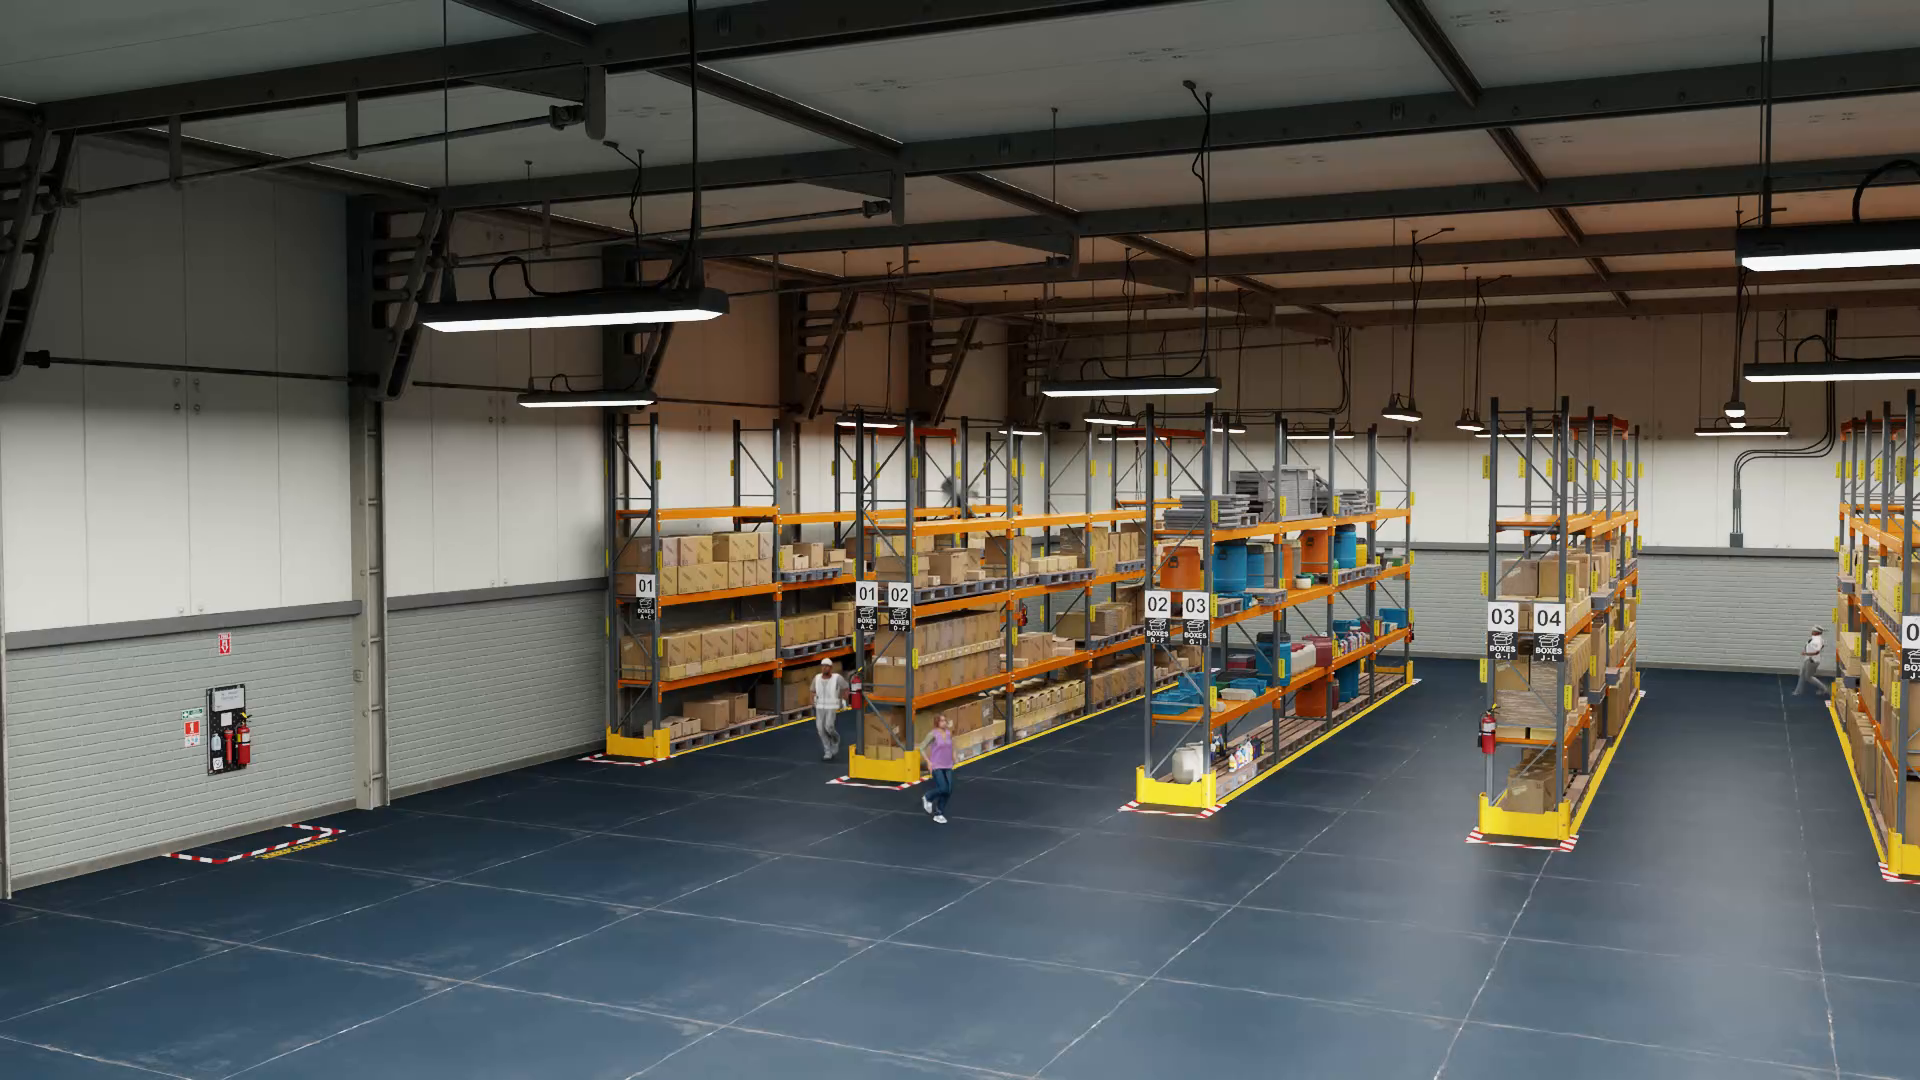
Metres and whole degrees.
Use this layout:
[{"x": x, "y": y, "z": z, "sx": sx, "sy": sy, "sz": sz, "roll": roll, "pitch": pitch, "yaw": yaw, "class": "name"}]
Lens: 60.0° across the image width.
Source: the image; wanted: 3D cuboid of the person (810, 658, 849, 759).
[{"x": -2.308, "y": 2.917, "z": 28.685, "sx": 0.664, "sy": 1.739, "sz": 0.592, "roll": 1, "pitch": 2, "yaw": 16, "class": "person"}]

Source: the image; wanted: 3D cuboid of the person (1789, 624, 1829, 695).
[{"x": 18.646, "y": 2.648, "z": 36.521, "sx": 0.758, "sy": 1.648, "sz": 0.706, "roll": 1, "pitch": 3, "yaw": 27, "class": "person"}]

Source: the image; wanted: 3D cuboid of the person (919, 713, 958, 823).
[{"x": -0.271, "y": 3.235, "z": 23.581, "sx": 0.547, "sy": 1.551, "sz": 0.547, "roll": -2, "pitch": 3, "yaw": -38, "class": "person"}]
